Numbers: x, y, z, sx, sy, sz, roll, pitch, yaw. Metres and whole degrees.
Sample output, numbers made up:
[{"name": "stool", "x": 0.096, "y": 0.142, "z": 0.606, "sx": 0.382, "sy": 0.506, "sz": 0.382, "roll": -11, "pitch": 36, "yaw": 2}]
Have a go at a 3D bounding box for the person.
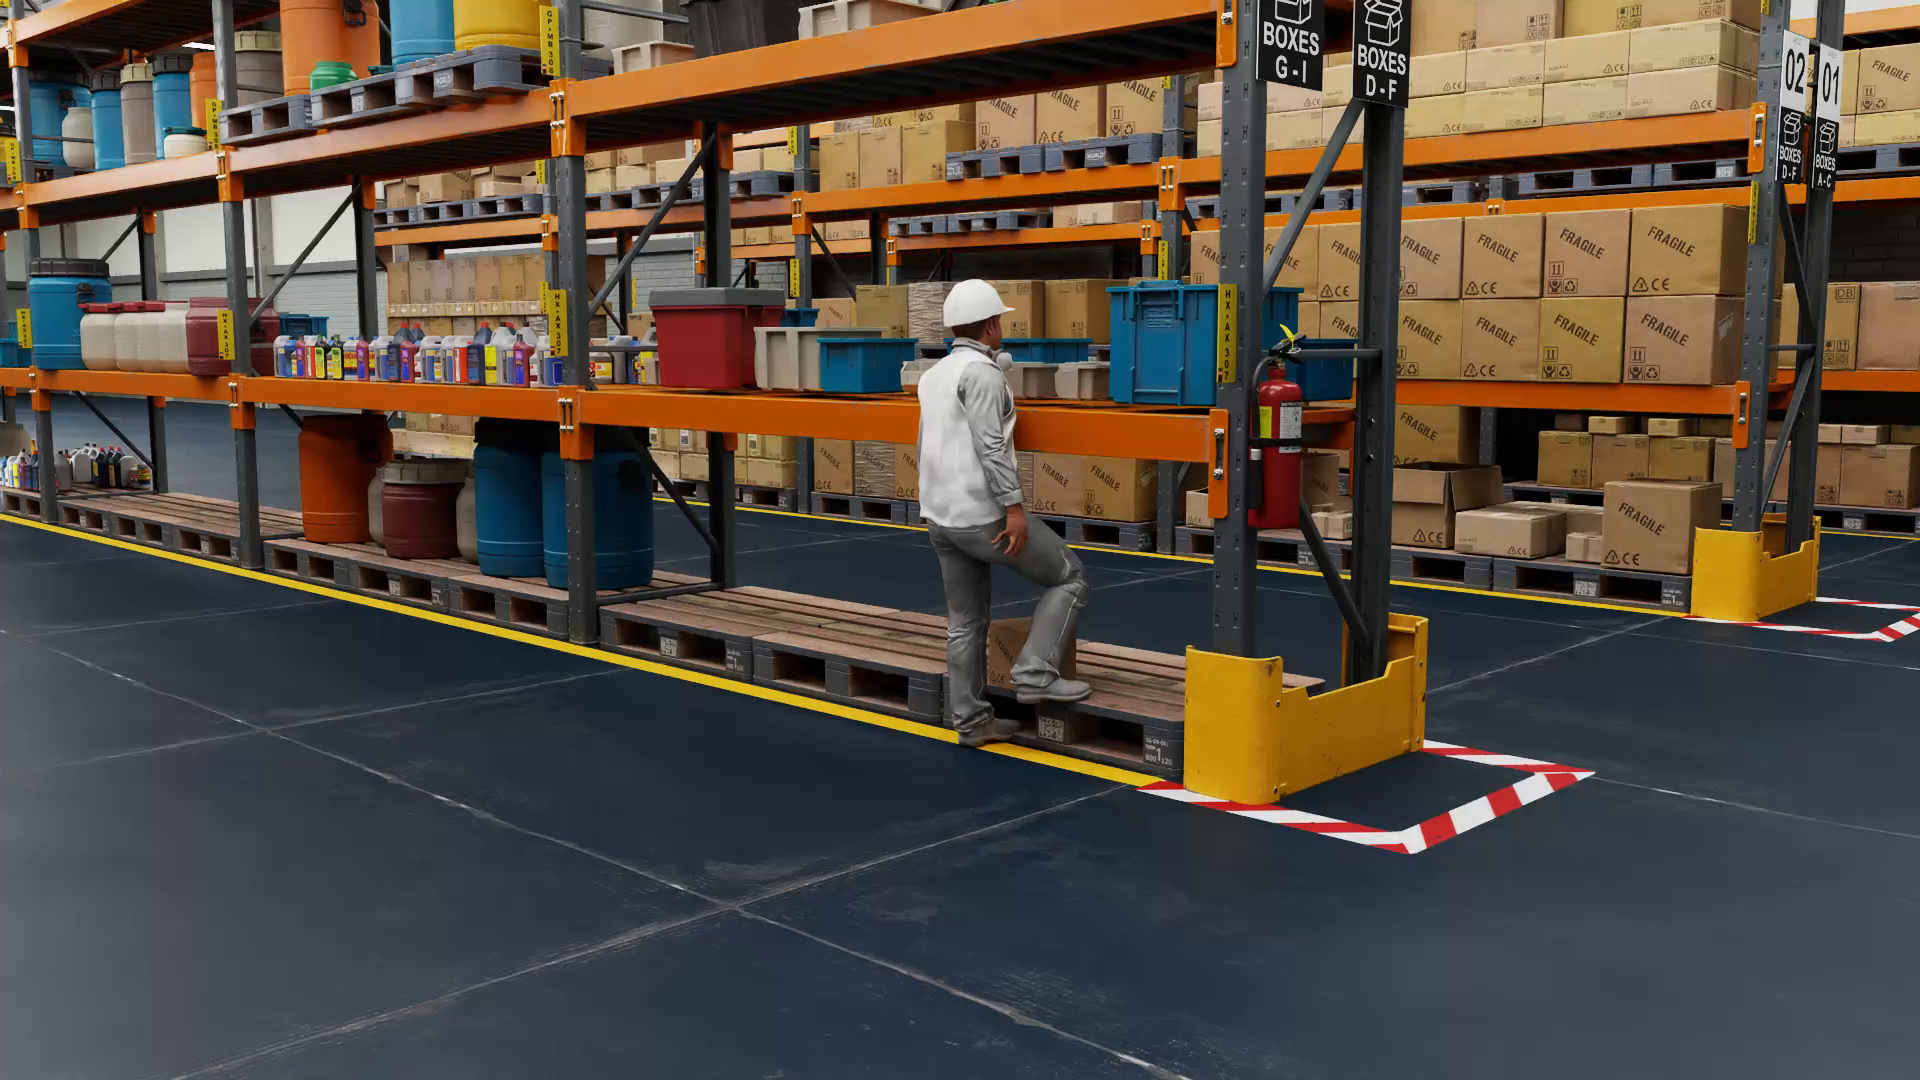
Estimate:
[{"name": "person", "x": 0.146, "y": -0.097, "z": 6.355, "sx": 0.613, "sy": 1.775, "sz": 0.635, "roll": -4, "pitch": 8, "yaw": -29}]
